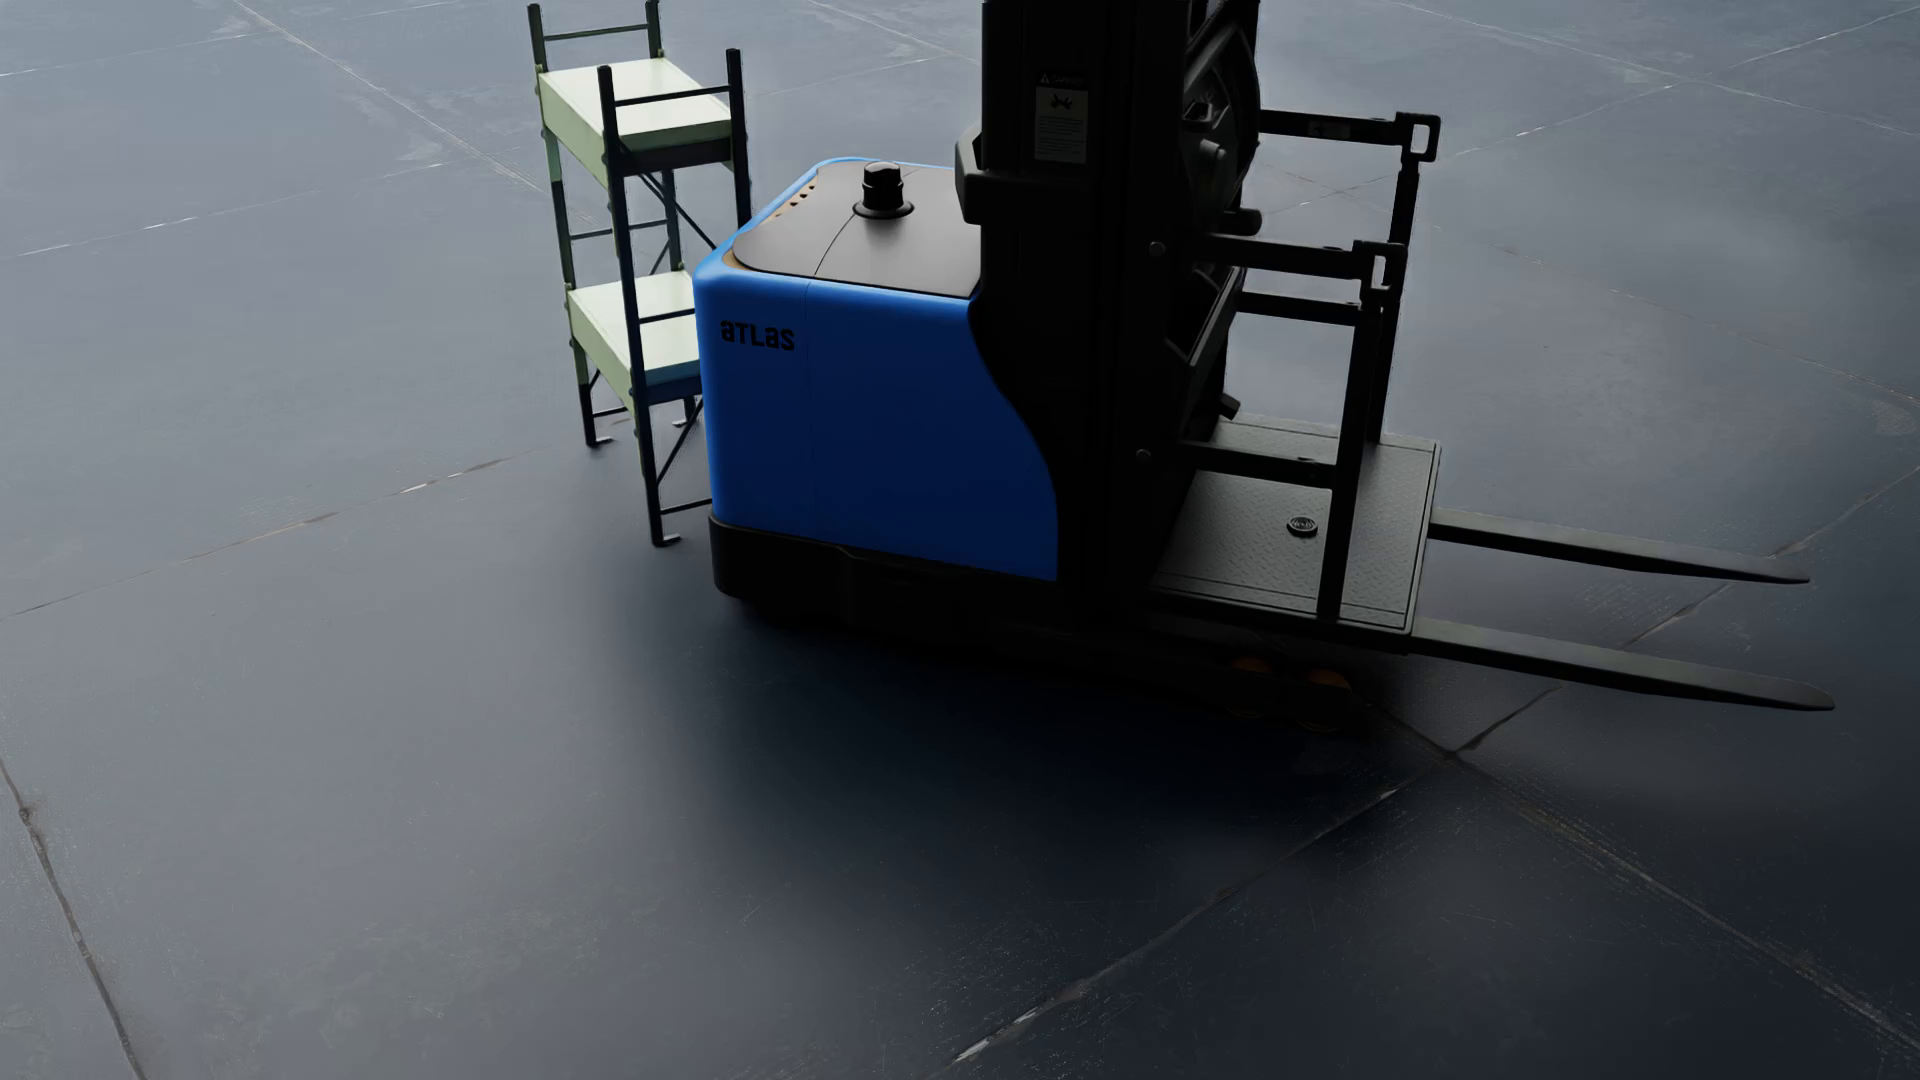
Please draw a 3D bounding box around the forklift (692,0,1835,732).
[{"bbox_3d":[0.847,-1.049,4.161,3.031,2.935,1.130,10,33,15],"label":"forklift"}]

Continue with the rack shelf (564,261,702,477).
[{"bbox_3d":[-0.955,-0.568,5.361,0.431,0.370,0.720,-15,35,-23],"label":"rack shelf"}]

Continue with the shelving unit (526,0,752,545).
[{"bbox_3d":[-0.955,-0.845,5.189,0.431,1.500,0.755,-15,35,-23],"label":"shelving unit"}]

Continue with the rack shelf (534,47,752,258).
[{"bbox_3d":[-0.955,-1.177,4.983,0.431,0.370,0.720,-15,35,-23],"label":"rack shelf"}]

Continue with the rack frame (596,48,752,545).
[{"bbox_3d":[-0.789,-0.673,4.912,0.400,1.500,0.023,-15,35,-23],"label":"rack frame"}]

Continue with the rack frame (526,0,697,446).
[{"bbox_3d":[-1.121,-1.017,5.466,0.400,1.500,0.023,-15,35,-23],"label":"rack frame"}]
